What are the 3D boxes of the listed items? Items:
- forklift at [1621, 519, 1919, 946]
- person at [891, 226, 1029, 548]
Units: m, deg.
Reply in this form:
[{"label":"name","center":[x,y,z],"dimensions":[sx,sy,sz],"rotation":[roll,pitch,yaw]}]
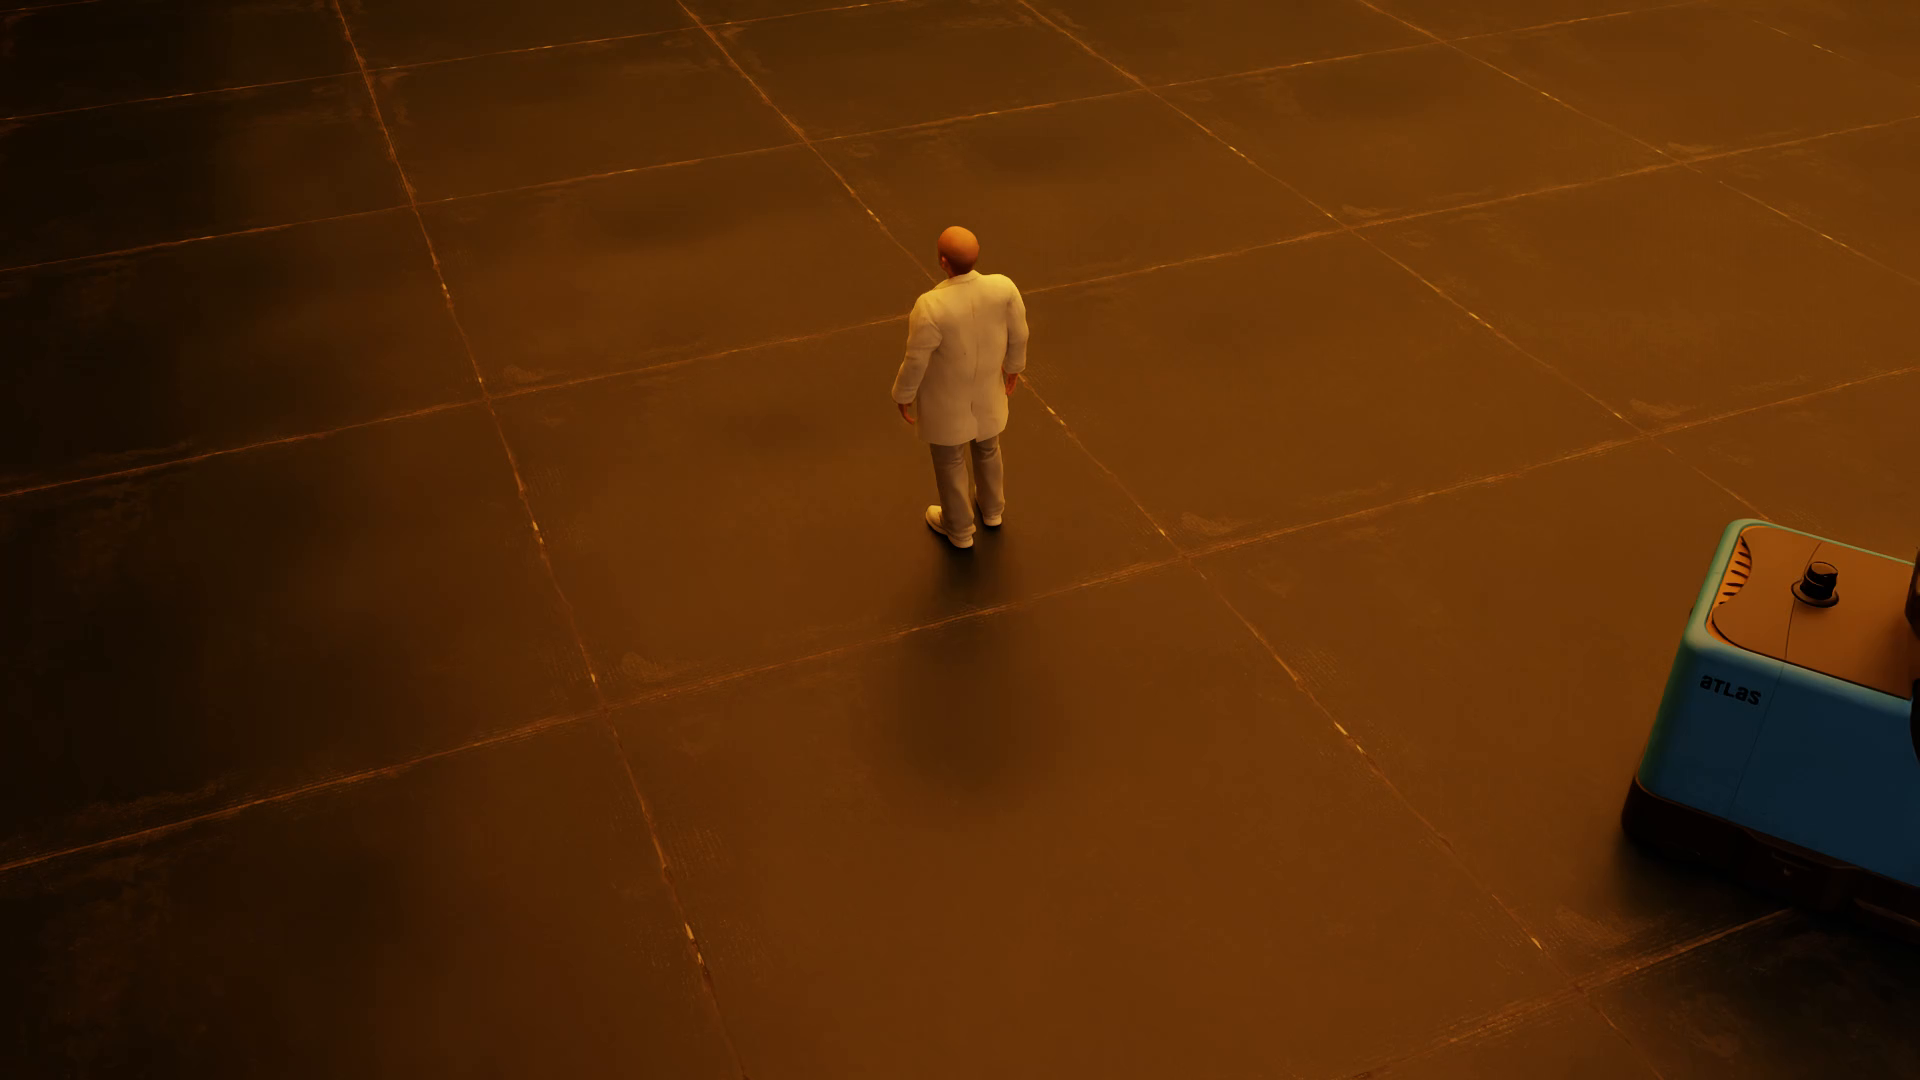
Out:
[{"label":"forklift","center":[4.259,0.249,5.748],"dimensions":[3.031,2.935,1.130],"rotation":[19,40,25]},{"label":"person","center":[-0.032,-0.780,8.178],"dimensions":[0.698,1.777,0.578],"rotation":[-14,38,-19]}]
